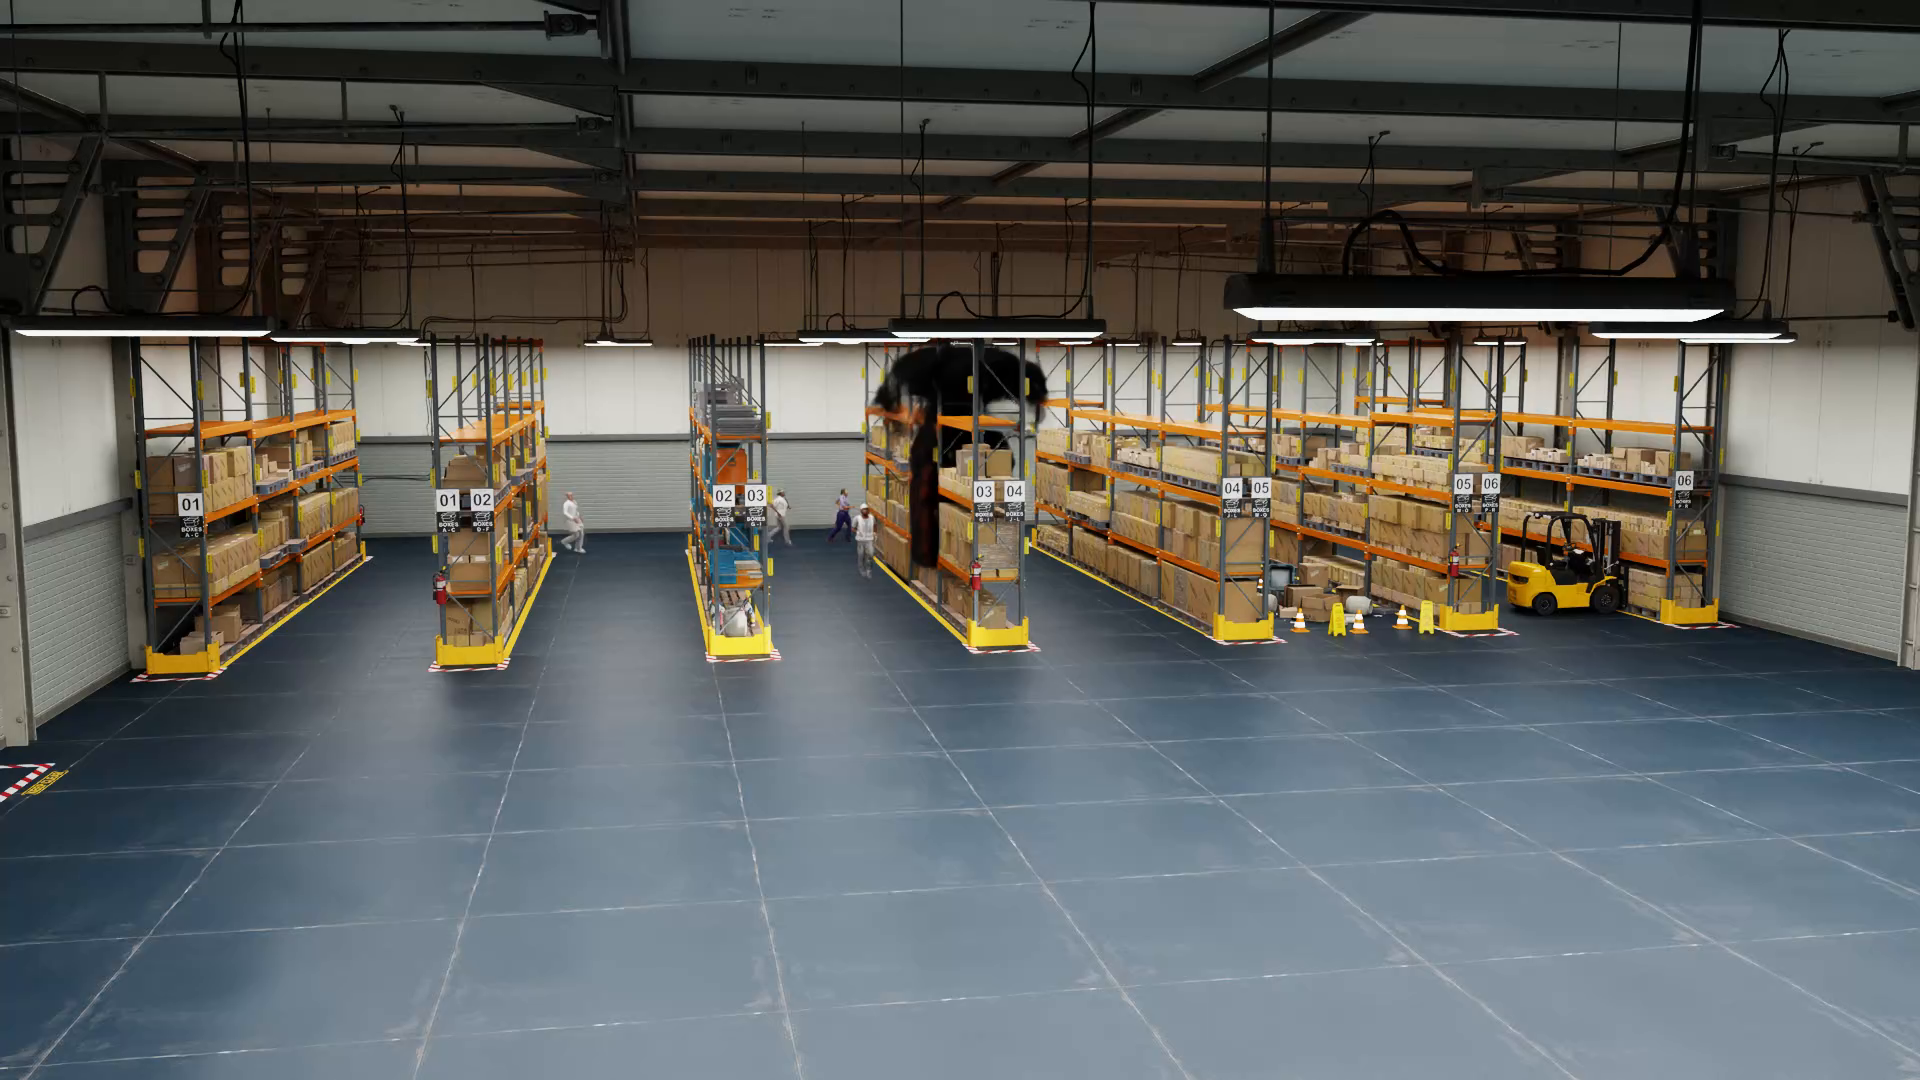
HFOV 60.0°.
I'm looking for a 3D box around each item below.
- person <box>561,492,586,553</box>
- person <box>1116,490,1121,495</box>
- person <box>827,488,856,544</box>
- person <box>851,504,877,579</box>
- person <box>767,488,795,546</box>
[{"bbox_3d":[-10.968,-0.497,46.904,0.732,1.744,0.763,2,7,17],"label":"person"},{"bbox_3d":[4.559,-0.606,47.898,0.660,1.692,0.638,-2,7,-20],"label":"person"},{"bbox_3d":[-3.476,-0.682,48.898,0.871,1.689,0.611,0,7,3],"label":"person"},{"bbox_3d":[-2.256,0.044,39.587,0.674,1.820,0.640,-2,7,-13],"label":"person"},{"bbox_3d":[-5.271,-0.687,48.677,0.869,1.714,0.566,0,7,4],"label":"person"}]
